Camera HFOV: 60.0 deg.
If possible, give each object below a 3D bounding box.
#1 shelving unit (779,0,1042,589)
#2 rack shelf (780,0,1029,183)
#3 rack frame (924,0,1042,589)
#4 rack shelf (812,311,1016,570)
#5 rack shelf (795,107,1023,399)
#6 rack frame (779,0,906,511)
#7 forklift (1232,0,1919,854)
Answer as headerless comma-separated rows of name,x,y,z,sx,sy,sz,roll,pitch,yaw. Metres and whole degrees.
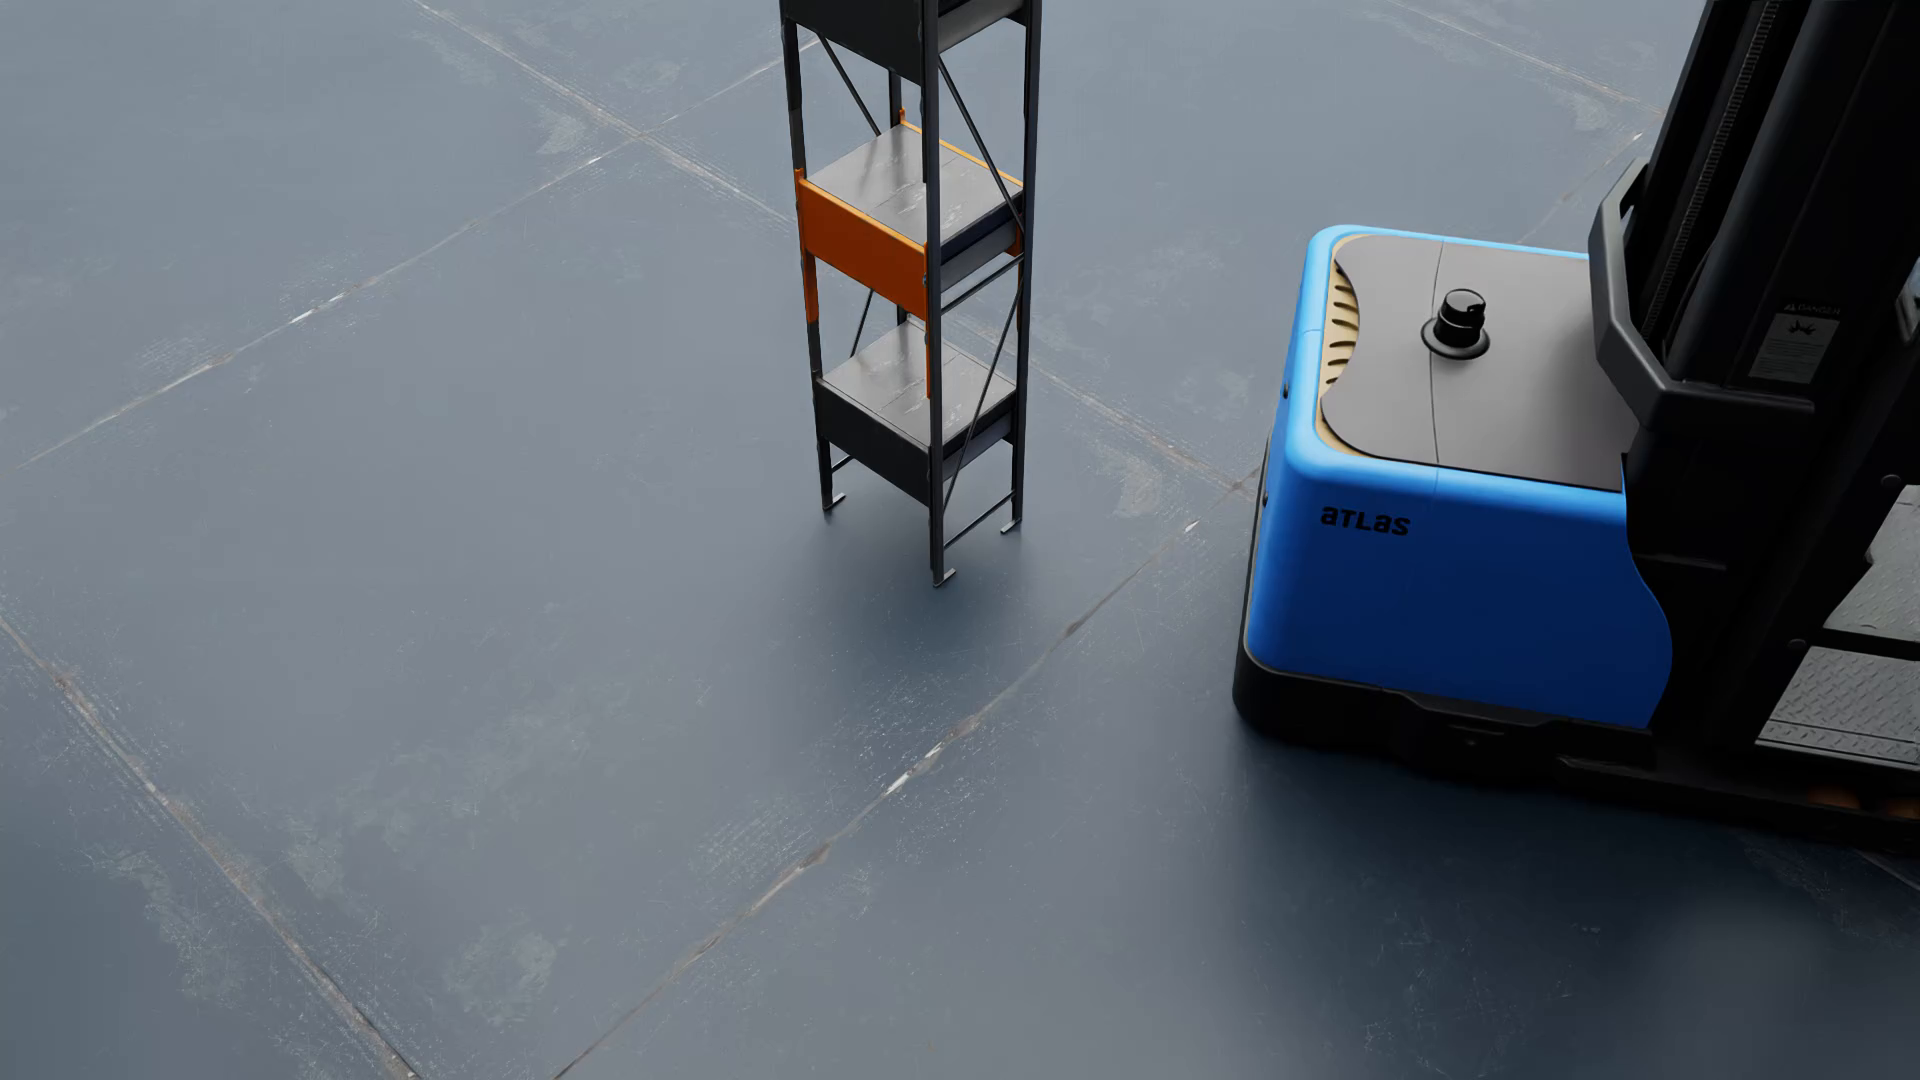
shelving unit,-0.122,-0.801,4.561,0.503,2.100,0.431,34,55,28
rack shelf,-0.122,-1.270,4.061,0.480,0.518,0.431,34,55,28
rack frame,0.058,-0.680,4.448,0.015,2.100,0.400,34,55,28
rack shelf,-0.122,-0.312,5.082,0.480,0.518,0.431,34,55,28
rack shelf,-0.122,-0.791,4.571,0.480,0.518,0.431,34,55,28
rack frame,-0.301,-0.921,4.675,0.015,2.100,0.400,34,55,28
forklift,2.346,-0.588,3.792,3.031,2.935,1.130,9,47,8
